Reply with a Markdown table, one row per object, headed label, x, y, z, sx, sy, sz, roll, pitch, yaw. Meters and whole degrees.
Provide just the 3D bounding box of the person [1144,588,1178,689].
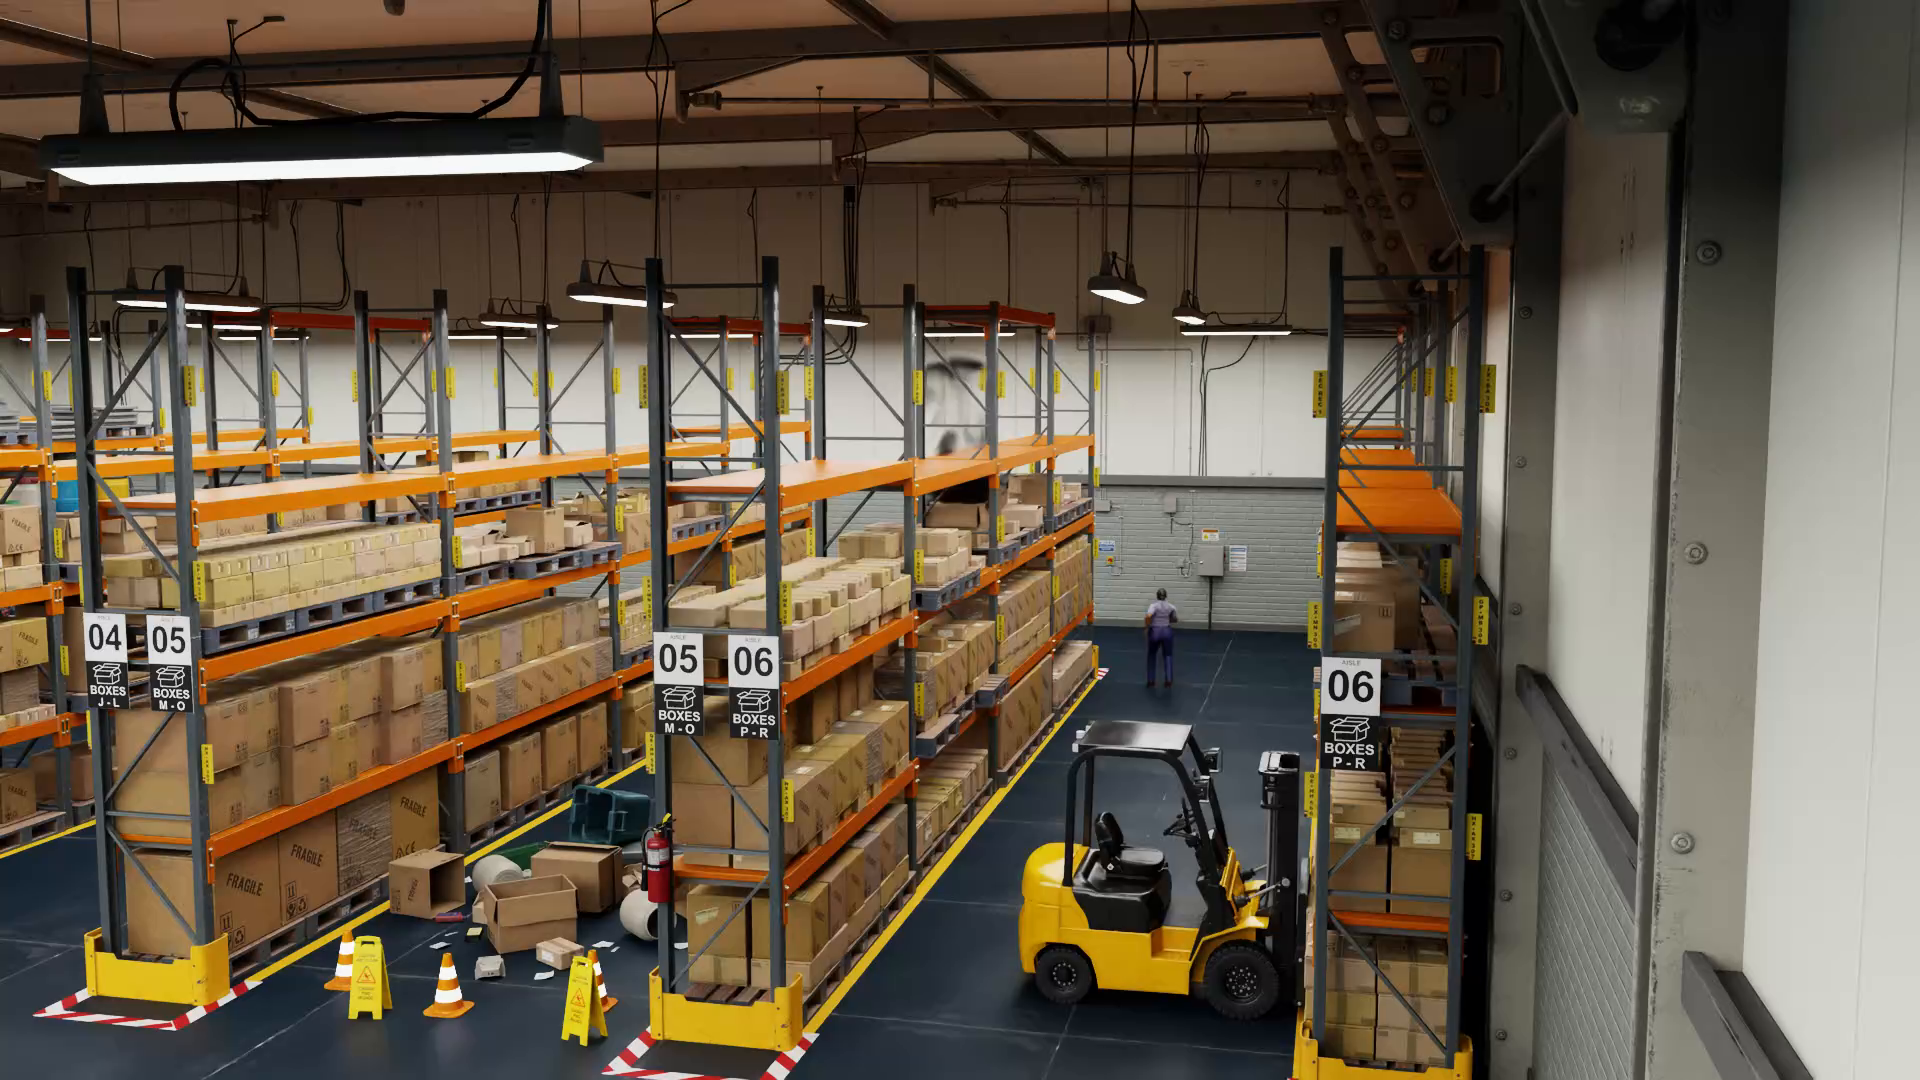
| label | x | y | z | sx | sy | sz | roll | pitch | yaw |
| --- | --- | --- | --- | --- | --- | --- | --- | --- | --- |
| person | 3.253 | 1.611 | 26.982 | 0.586 | 1.660 | 0.881 | 0 | 6 | -2 |
